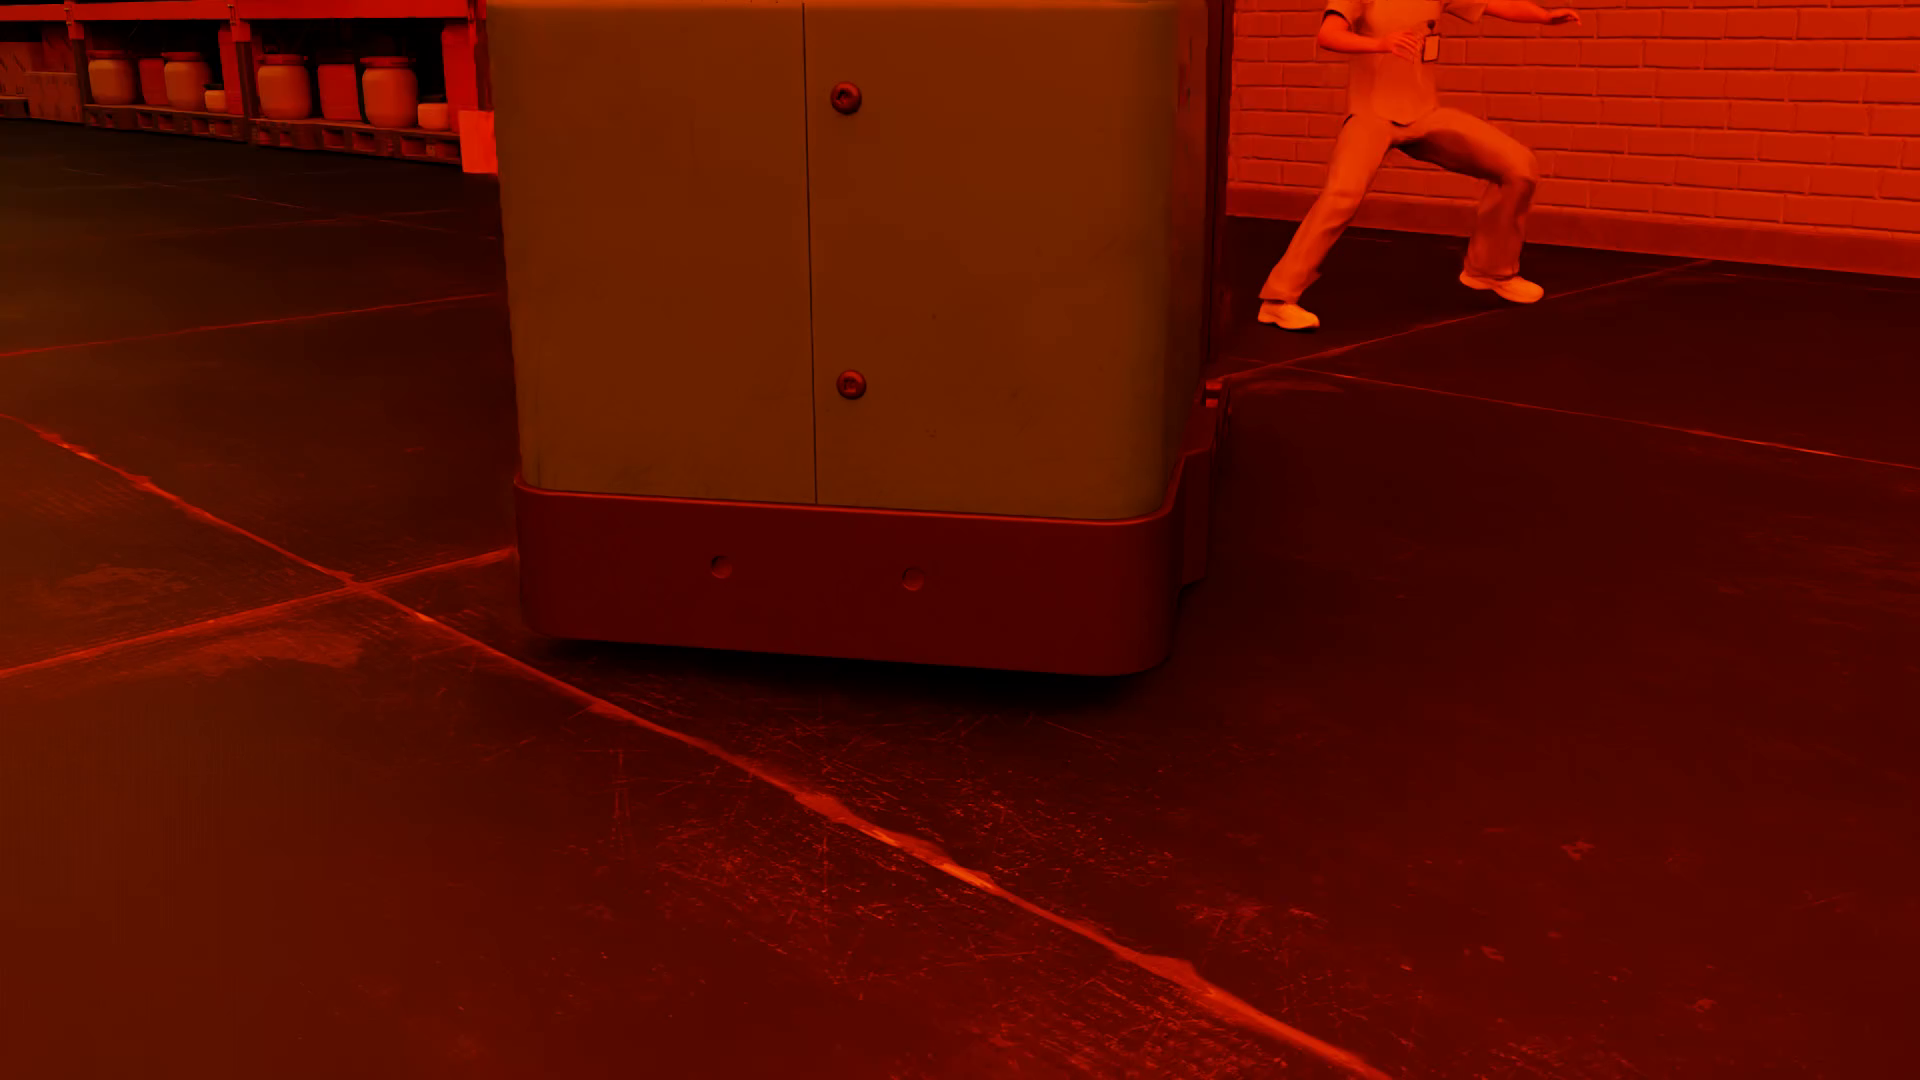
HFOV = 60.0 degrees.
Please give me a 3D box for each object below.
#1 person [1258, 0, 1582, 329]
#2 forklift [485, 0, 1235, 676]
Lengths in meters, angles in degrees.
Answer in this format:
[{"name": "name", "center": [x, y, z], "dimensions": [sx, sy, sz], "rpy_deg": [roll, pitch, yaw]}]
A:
[{"name": "person", "center": [1.605, -1.495, 5.780], "dimensions": [1.131, 1.450, 0.629], "rpy_deg": [-2, 17, -6]}, {"name": "forklift", "center": [0.072, -1.589, 3.574], "dimensions": [1.130, 2.935, 3.031], "rpy_deg": [3, 17, 11]}]
